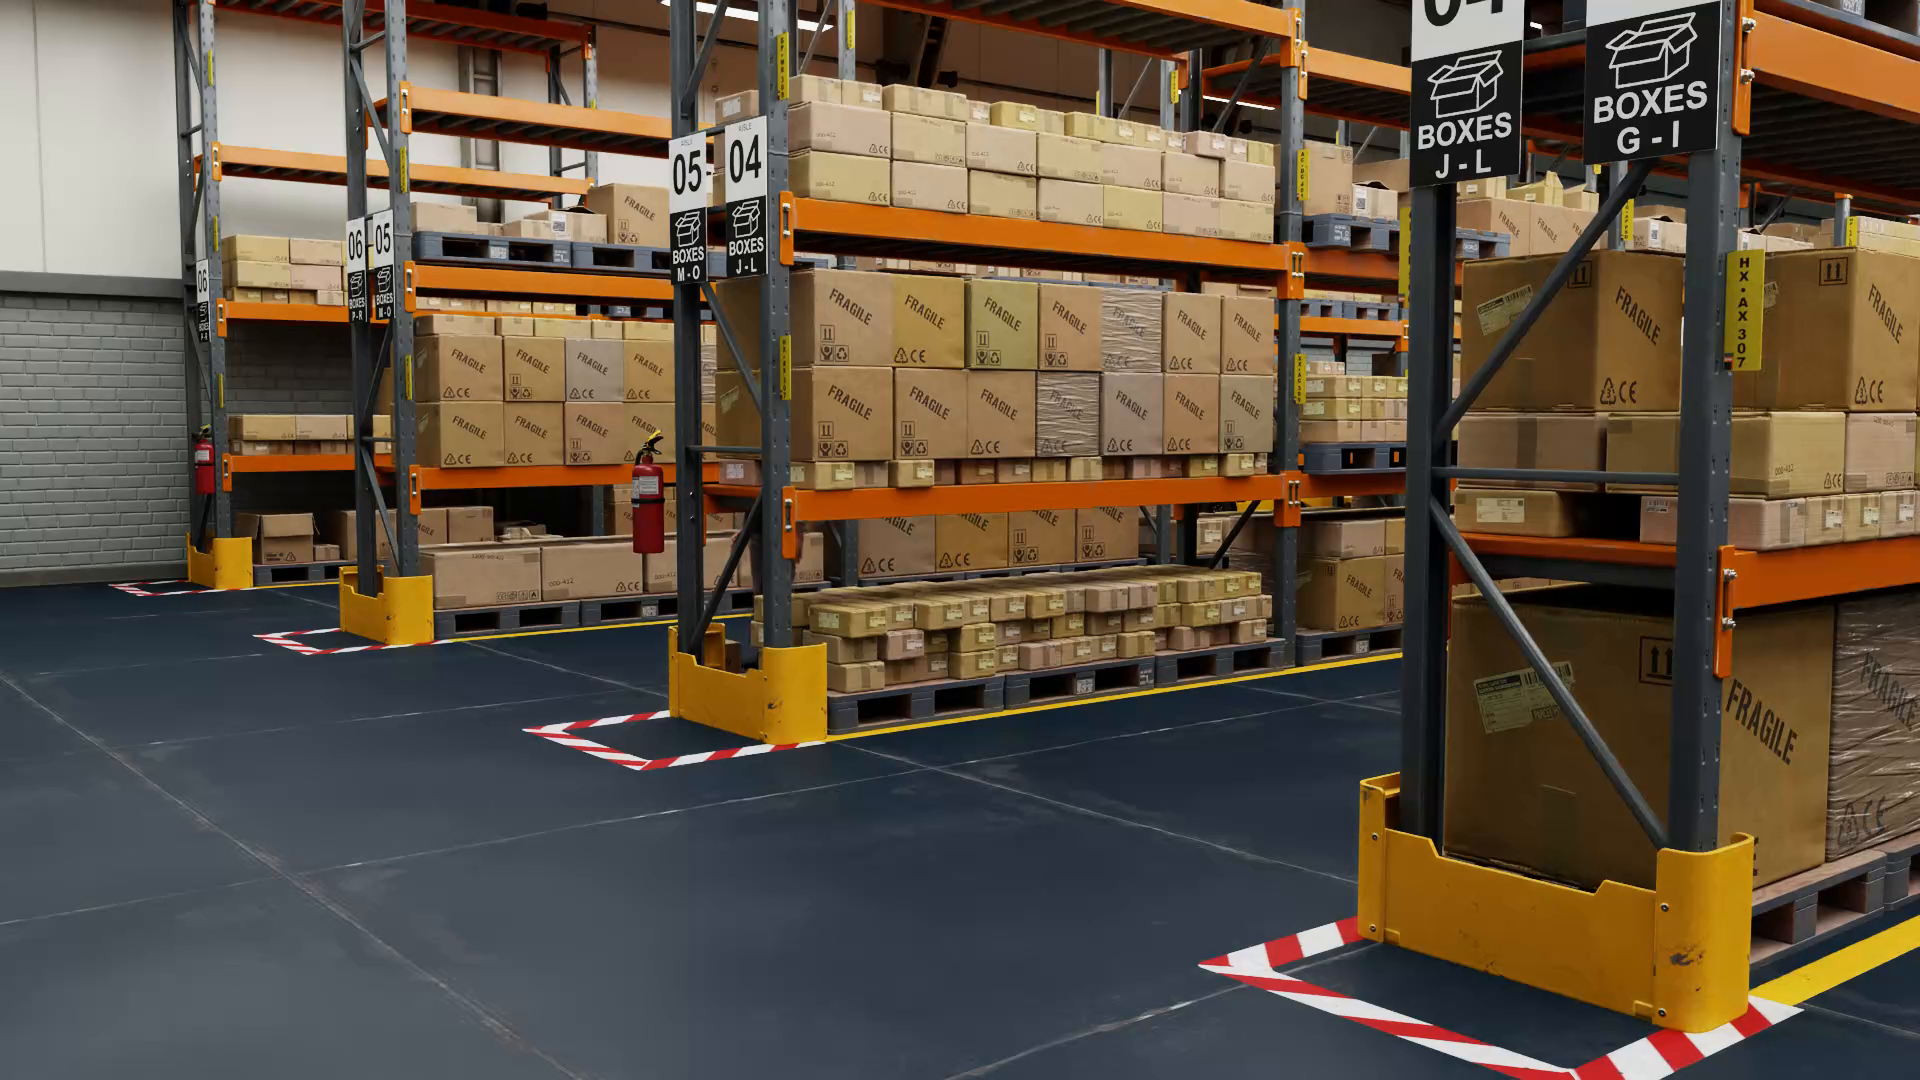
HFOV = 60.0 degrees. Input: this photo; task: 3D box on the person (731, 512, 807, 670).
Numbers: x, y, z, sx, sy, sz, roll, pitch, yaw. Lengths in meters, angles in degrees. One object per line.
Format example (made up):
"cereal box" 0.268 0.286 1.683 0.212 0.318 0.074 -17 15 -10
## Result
"person" -1.247 0.006 10.877 0.436 1.751 0.565 -3 5 -34
